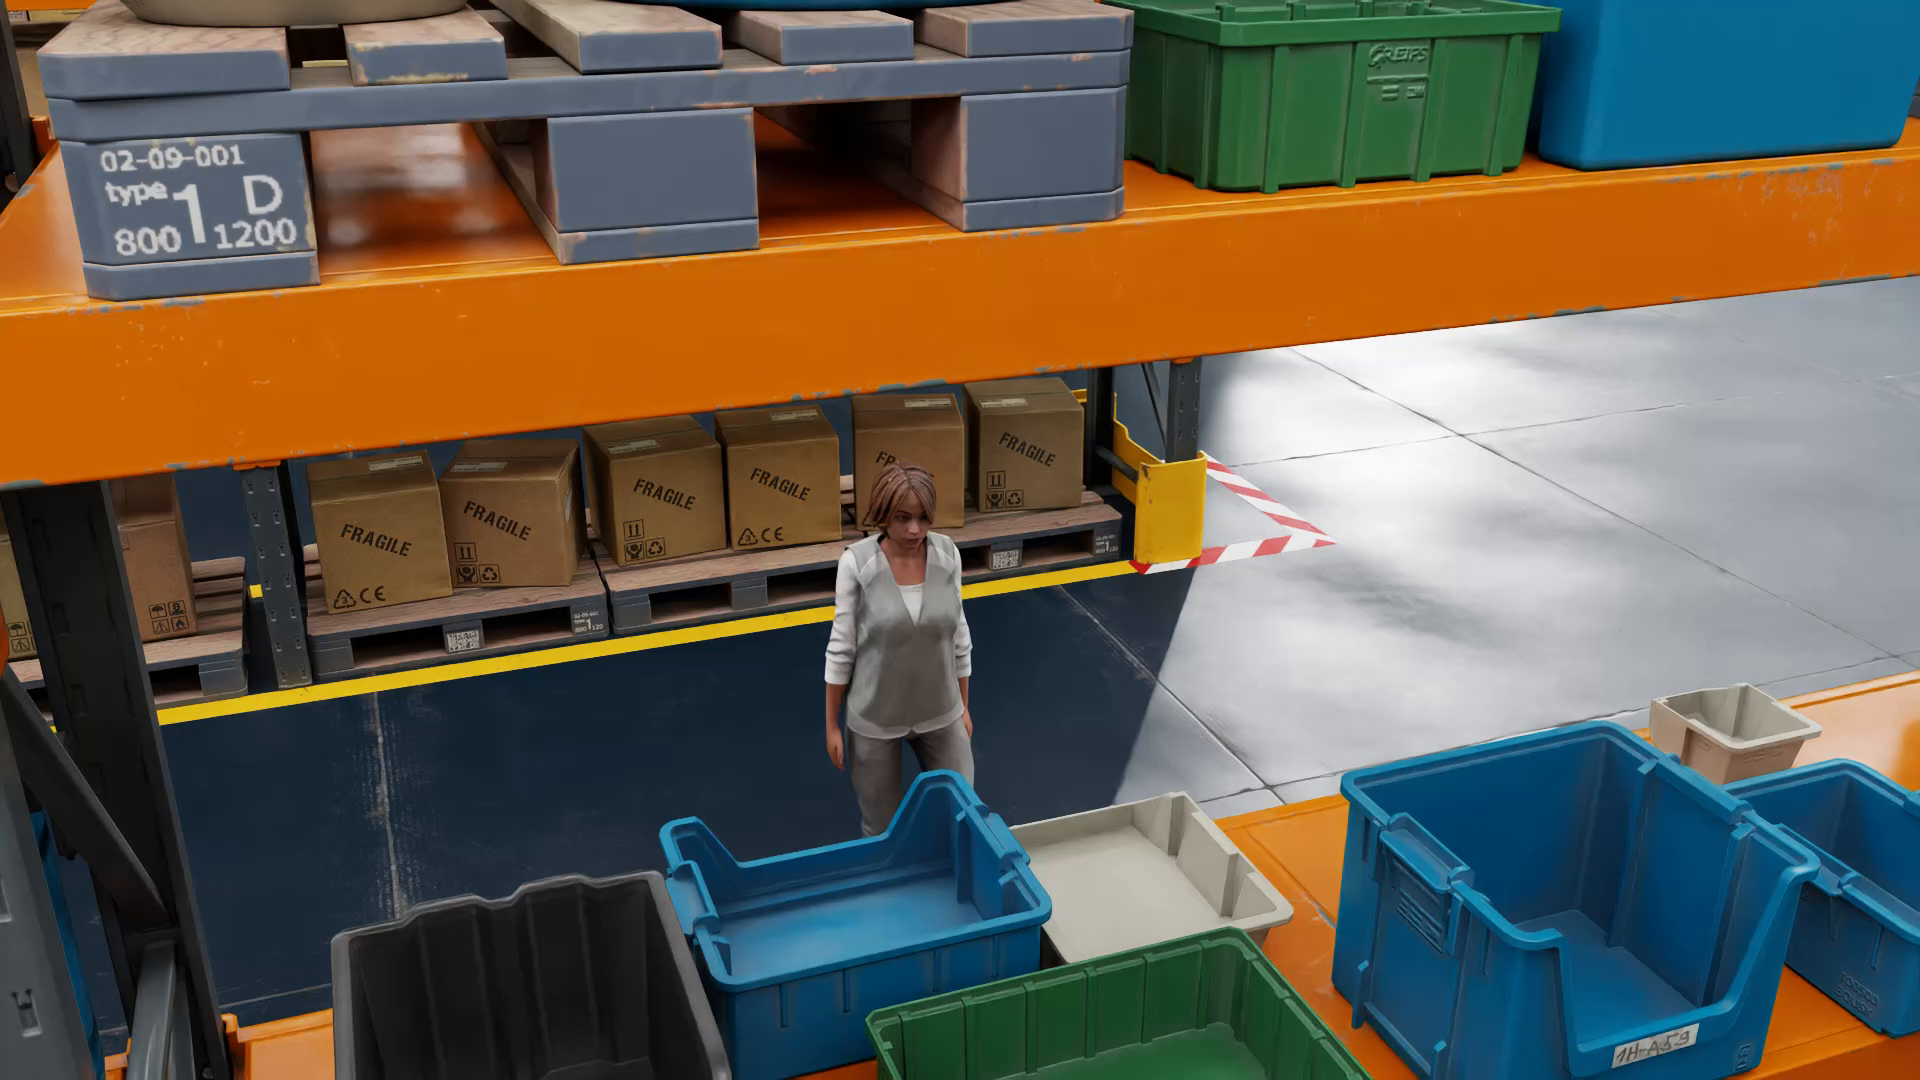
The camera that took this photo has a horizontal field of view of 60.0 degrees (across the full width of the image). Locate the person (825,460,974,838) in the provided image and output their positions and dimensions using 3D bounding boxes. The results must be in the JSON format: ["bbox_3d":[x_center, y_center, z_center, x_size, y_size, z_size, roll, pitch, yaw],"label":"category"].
[{"bbox_3d":[-0.168,0.537,4.832,0.451,1.616,0.322,-6,24,-13],"label":"person"}]
